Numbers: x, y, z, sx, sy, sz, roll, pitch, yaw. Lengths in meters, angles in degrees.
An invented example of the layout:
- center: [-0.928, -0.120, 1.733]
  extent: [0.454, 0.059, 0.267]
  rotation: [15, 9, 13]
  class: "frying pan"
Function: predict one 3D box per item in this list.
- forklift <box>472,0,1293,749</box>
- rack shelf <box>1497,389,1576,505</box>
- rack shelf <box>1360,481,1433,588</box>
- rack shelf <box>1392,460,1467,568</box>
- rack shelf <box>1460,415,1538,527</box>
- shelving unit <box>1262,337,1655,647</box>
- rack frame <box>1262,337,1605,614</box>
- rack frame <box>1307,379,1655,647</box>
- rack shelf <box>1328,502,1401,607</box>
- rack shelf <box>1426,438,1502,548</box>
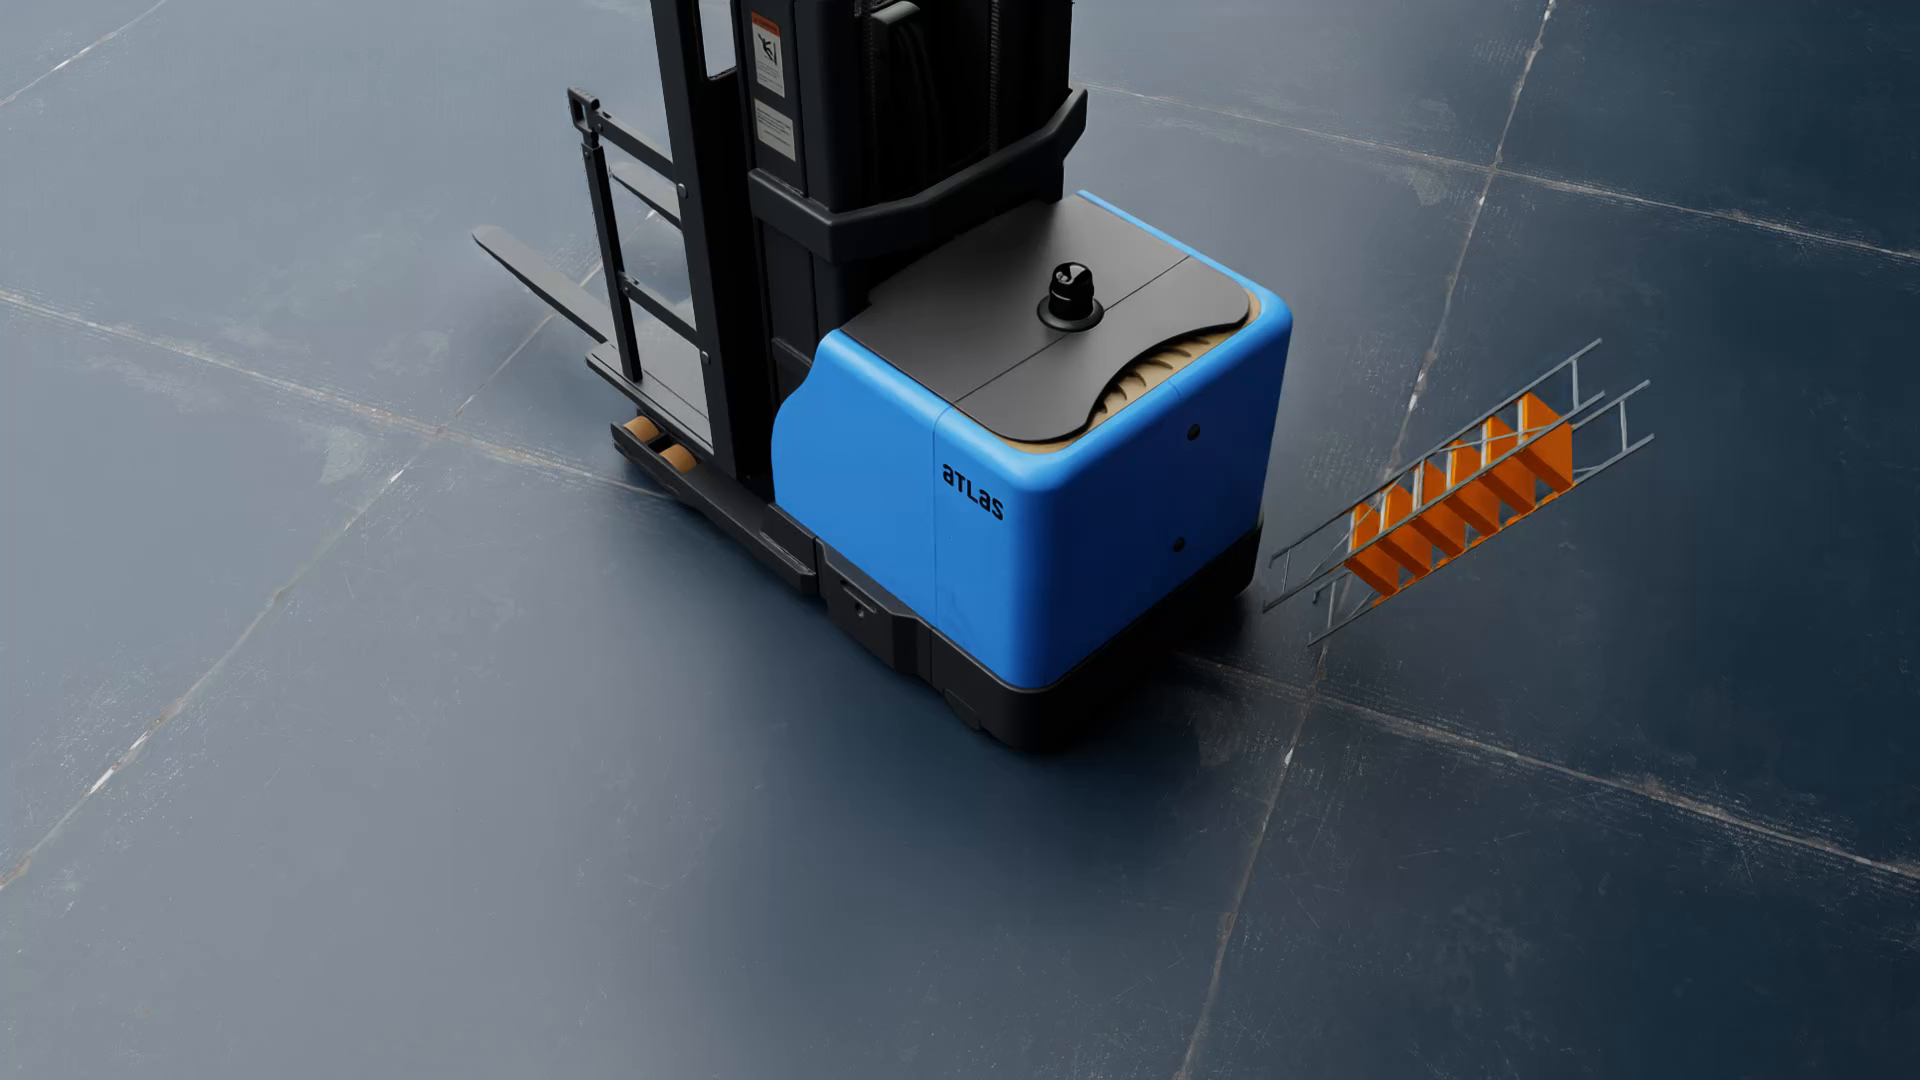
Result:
- center: [-0.492, -1.407, 4.586]
  extent: [1.130, 2.935, 3.031]
  rotation: [-34, 54, -30]
  class: "forklift"
- center: [1.515, -0.249, 4.374]
  extent: [0.180, 0.103, 0.258]
  rotation: [35, 44, -16]
  class: "rack shelf"
- center: [1.239, -0.023, 4.694]
  extent: [0.180, 0.103, 0.258]
  rotation: [35, 44, -16]
  class: "rack shelf"
- center: [1.308, -0.079, 4.614]
  extent: [0.180, 0.103, 0.258]
  rotation: [35, 44, -16]
  class: "rack shelf"
- center: [1.446, -0.193, 4.454]
  extent: [0.180, 0.103, 0.258]
  rotation: [35, 44, -16]
  class: "rack shelf"
- center: [1.334, -0.100, 4.584]
  extent: [0.189, 1.200, 0.258]
  rotation: [35, 44, -16]
  class: "shelving unit"
- center: [1.262, -0.151, 4.558]
  extent: [0.006, 1.200, 0.240]
  rotation: [35, 44, -16]
  class: "rack frame"
- center: [1.405, -0.050, 4.610]
  extent: [0.006, 1.200, 0.240]
  rotation: [35, 44, -16]
  class: "rack frame"
- center: [1.170, 0.034, 4.774]
  extent: [0.180, 0.103, 0.258]
  rotation: [35, 44, -16]
  class: "rack shelf"
- center: [1.377, -0.136, 4.534]
  extent: [0.180, 0.103, 0.258]
  rotation: [35, 44, -16]
  class: "rack shelf"
